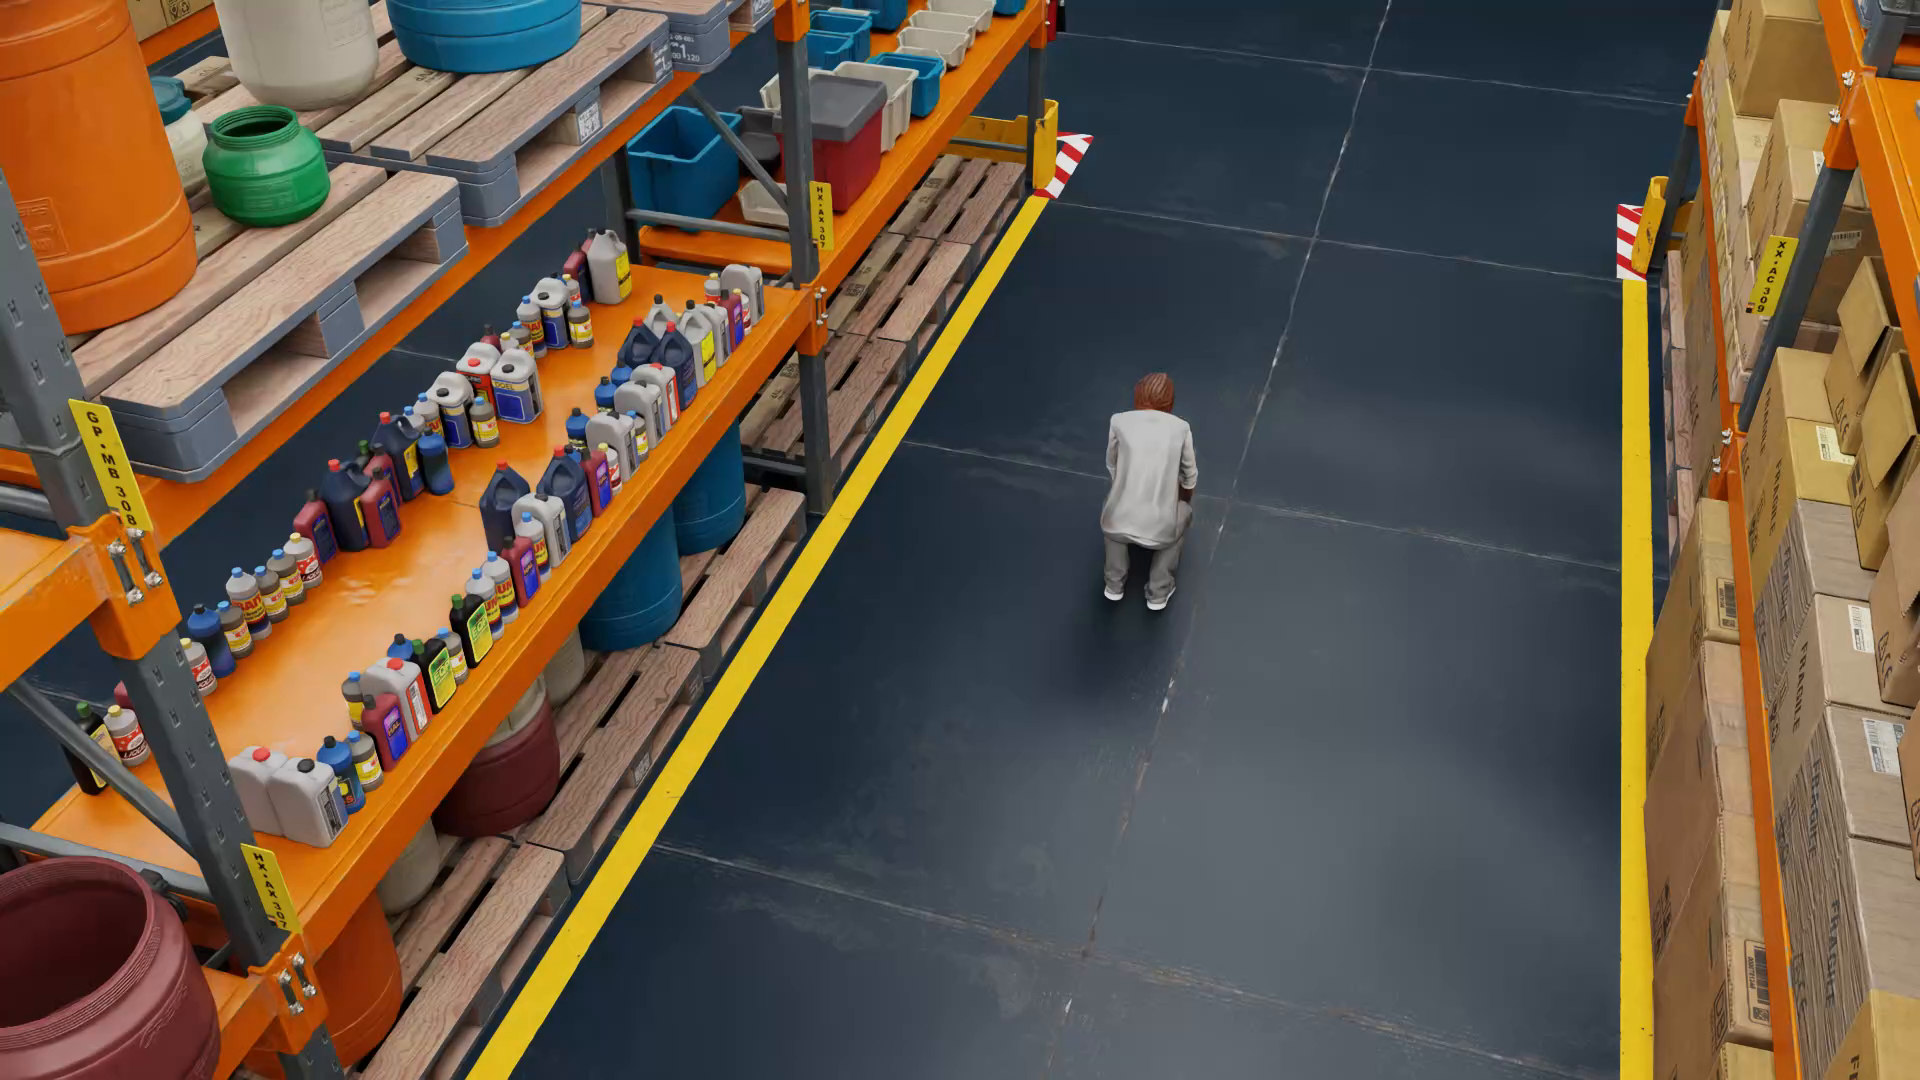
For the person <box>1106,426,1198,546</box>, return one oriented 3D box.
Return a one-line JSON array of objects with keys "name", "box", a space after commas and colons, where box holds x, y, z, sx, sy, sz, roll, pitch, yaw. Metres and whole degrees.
[{"name": "person", "box": [0.823, -0.285, 7.534, 0.434, 0.463, 0.644, 11, 39, 14]}]
